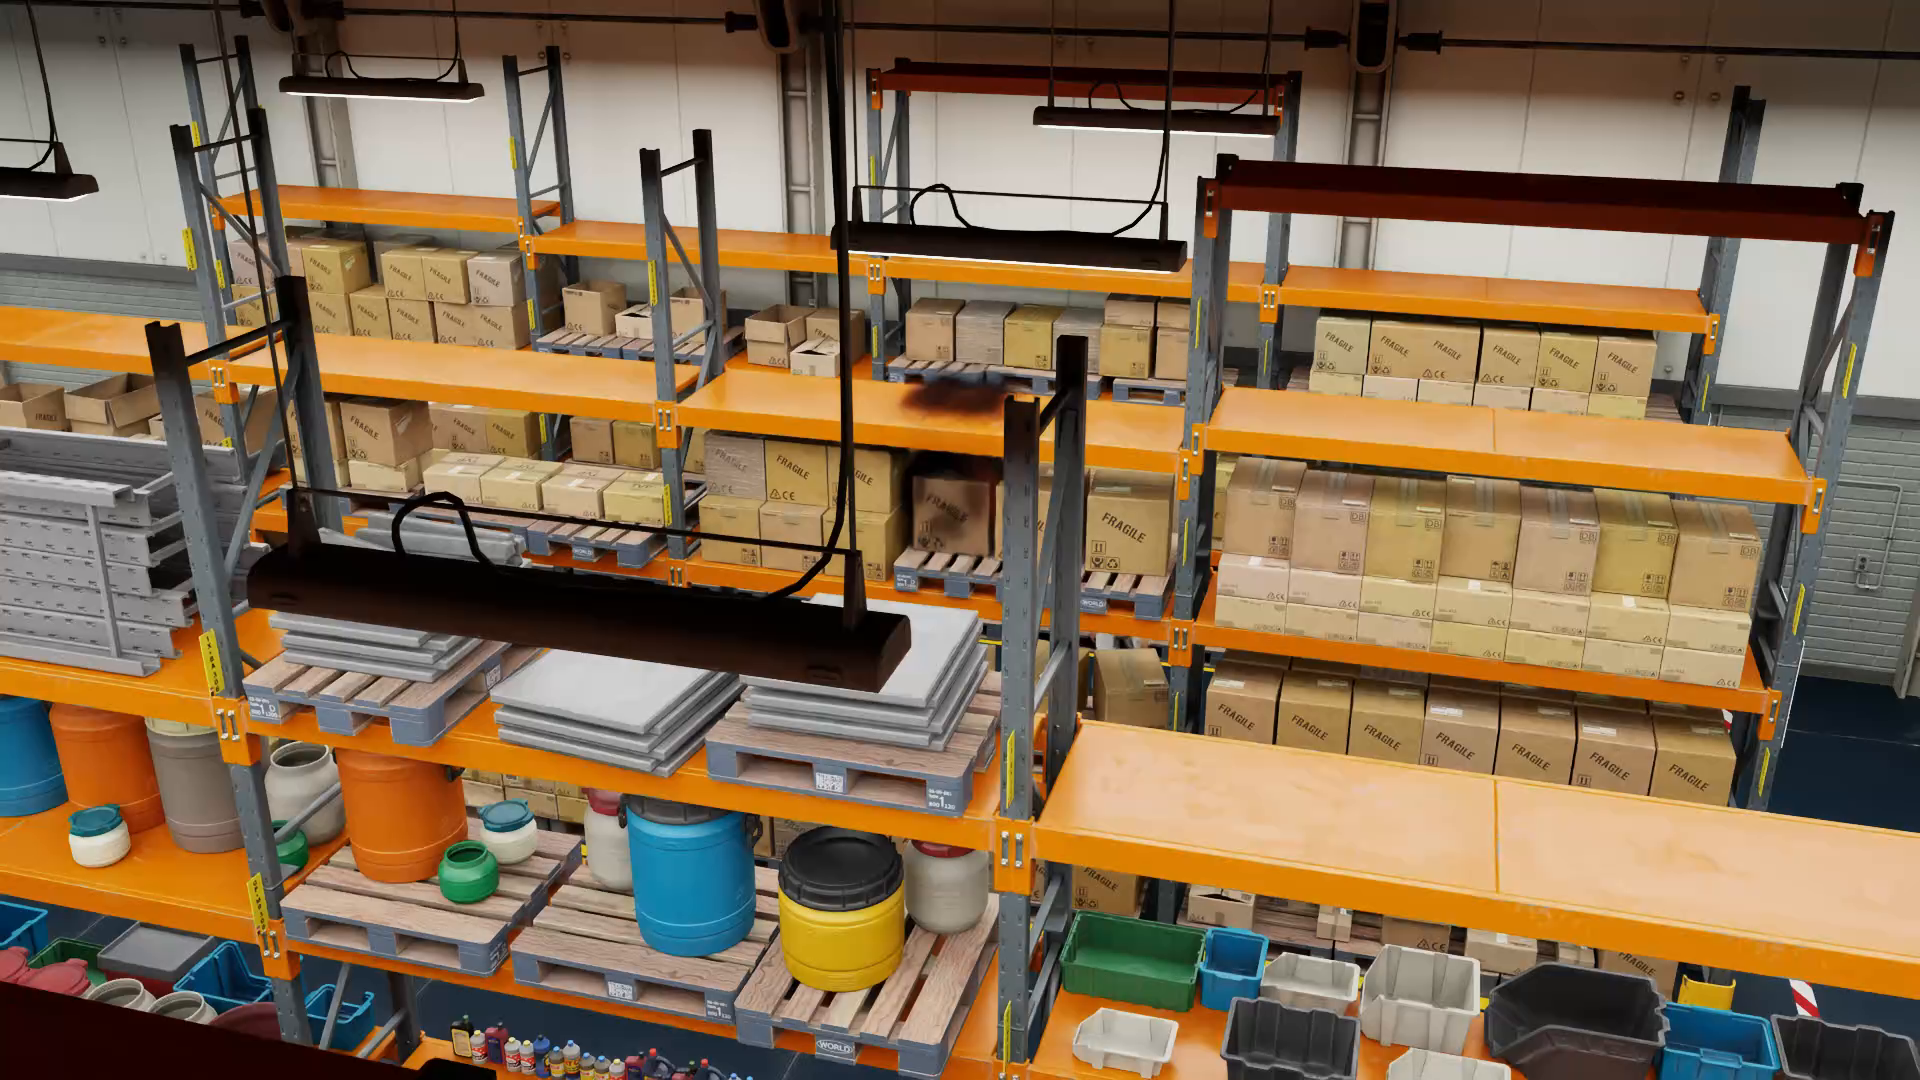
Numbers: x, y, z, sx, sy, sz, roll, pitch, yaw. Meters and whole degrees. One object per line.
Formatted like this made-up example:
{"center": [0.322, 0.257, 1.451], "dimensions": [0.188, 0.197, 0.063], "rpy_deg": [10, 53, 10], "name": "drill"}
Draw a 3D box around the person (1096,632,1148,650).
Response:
{"center": [1.576, 0.990, 16.355], "dimensions": [0.609, 1.556, 0.532], "rpy_deg": [0, 23, 1], "name": "person"}
